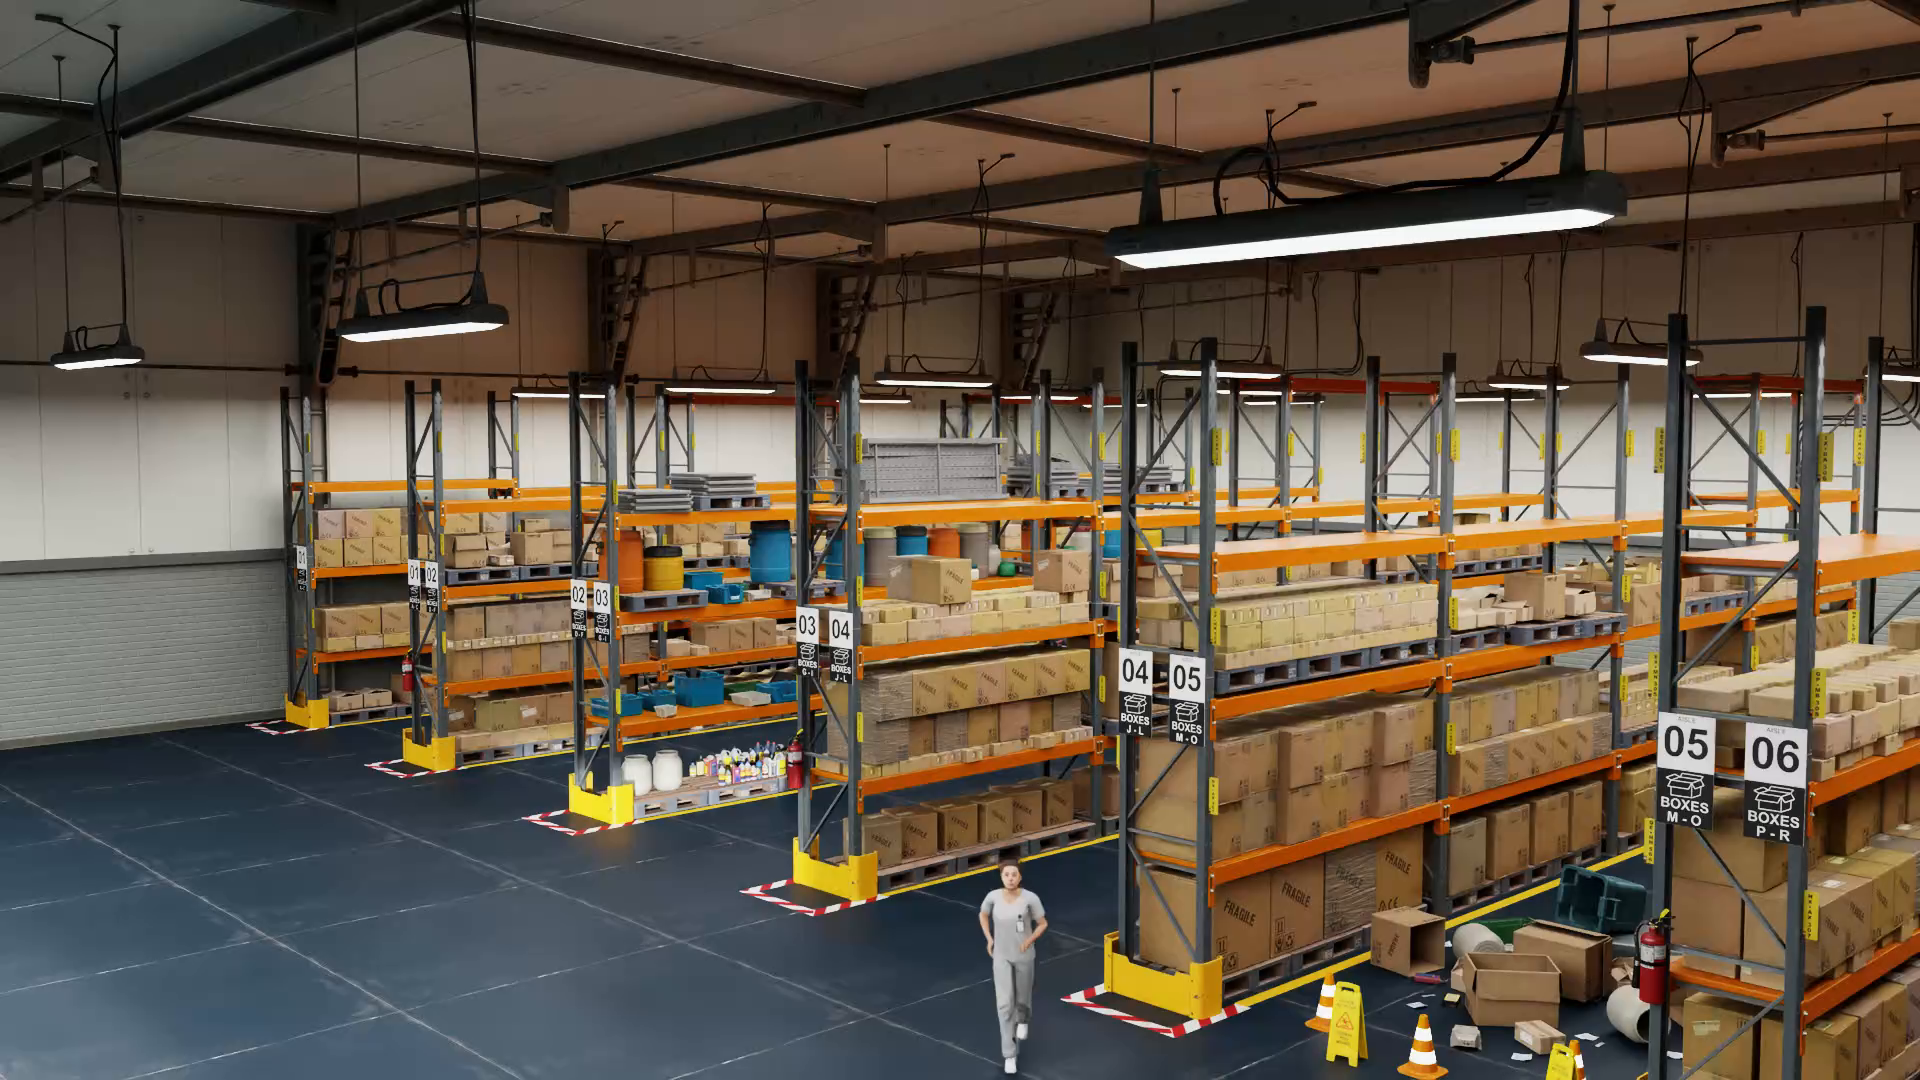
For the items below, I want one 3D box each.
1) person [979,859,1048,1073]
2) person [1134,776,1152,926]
[{"bbox_3d":[0.432,3.438,13.698,0.578,1.655,0.871,0,4,7],"label":"person"},{"bbox_3d":[2.038,3.227,17.717,0.613,1.646,0.672,3,4,36],"label":"person"}]
